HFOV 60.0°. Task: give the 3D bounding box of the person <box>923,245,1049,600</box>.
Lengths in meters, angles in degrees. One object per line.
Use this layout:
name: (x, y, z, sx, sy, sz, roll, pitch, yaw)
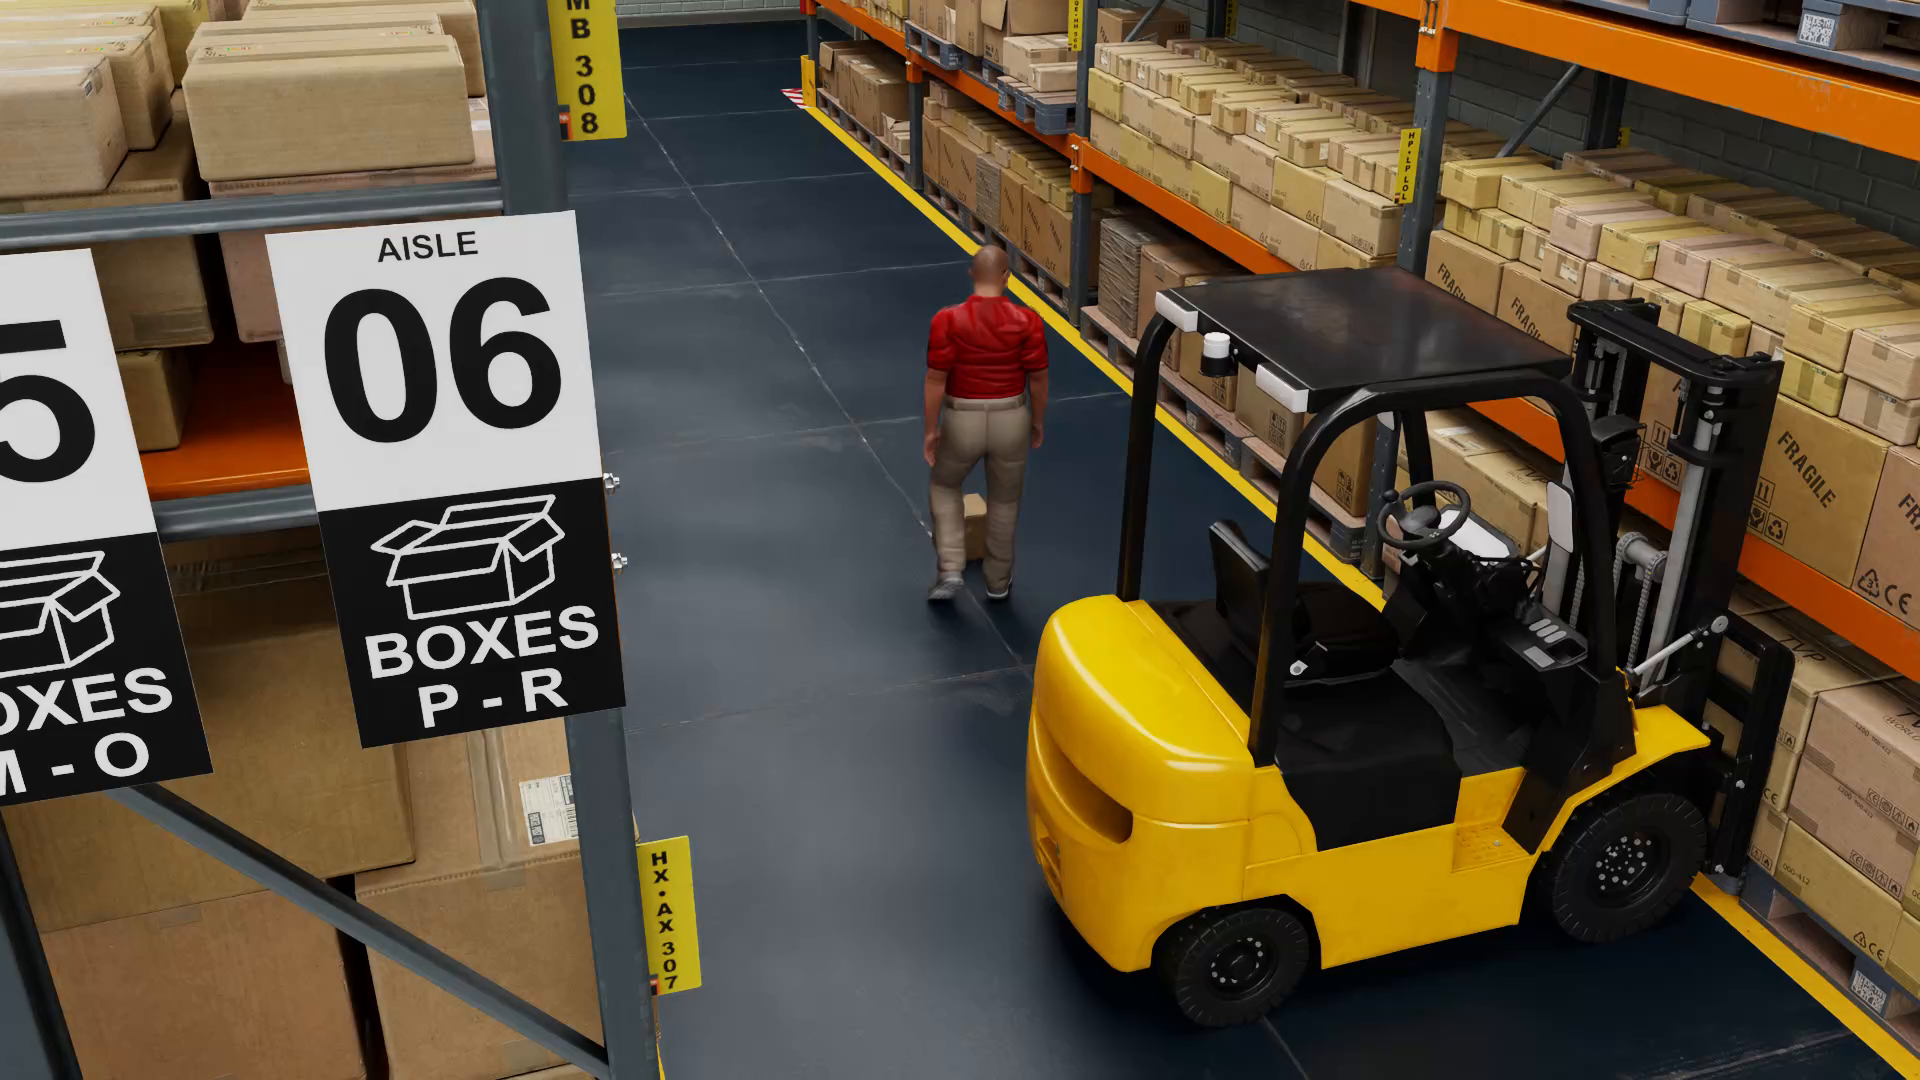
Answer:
person: (0.114, -0.505, 7.676, 0.572, 1.779, 0.423, -1, 26, -2)
